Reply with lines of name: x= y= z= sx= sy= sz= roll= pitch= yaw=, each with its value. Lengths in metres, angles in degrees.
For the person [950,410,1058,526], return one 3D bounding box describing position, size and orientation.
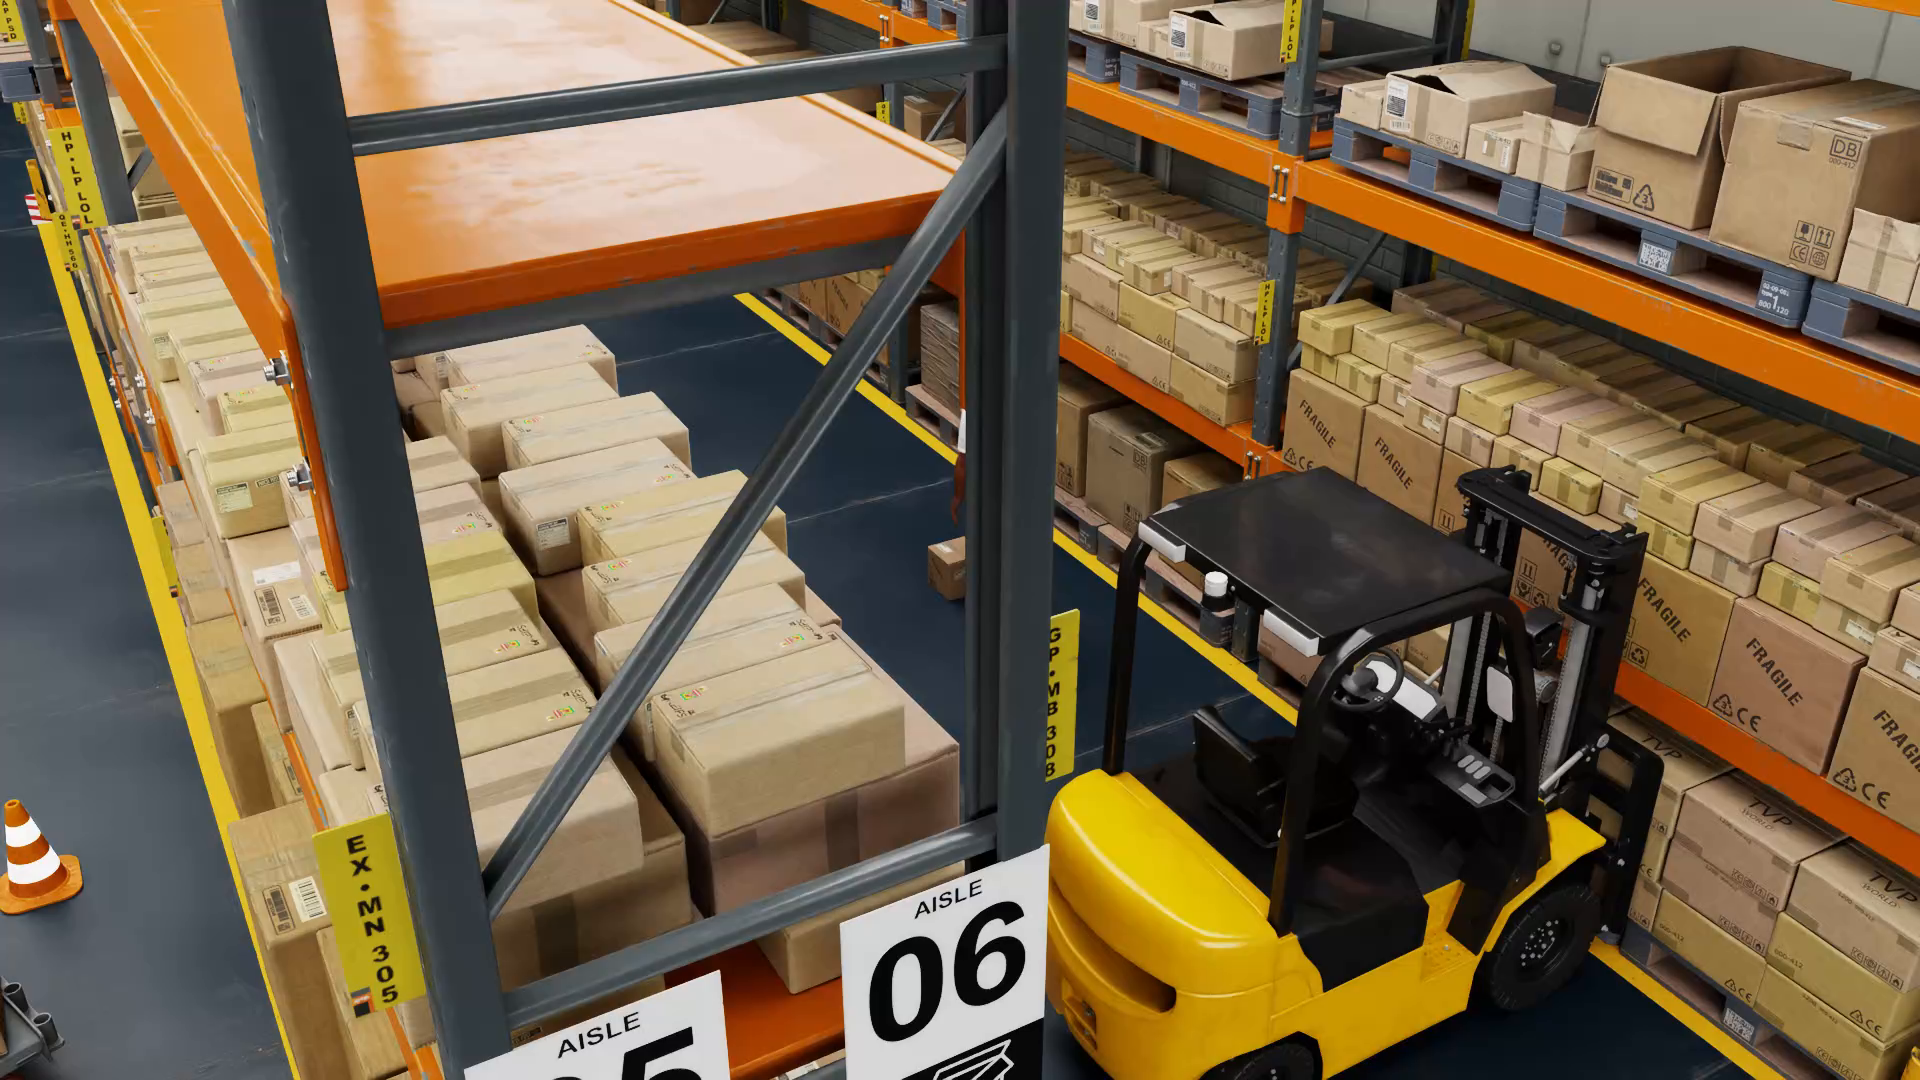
person: x=0.226 y=-0.291 z=9.047 sx=0.601 sy=1.777 sz=0.404 roll=-13 pitch=31 yaw=-22
